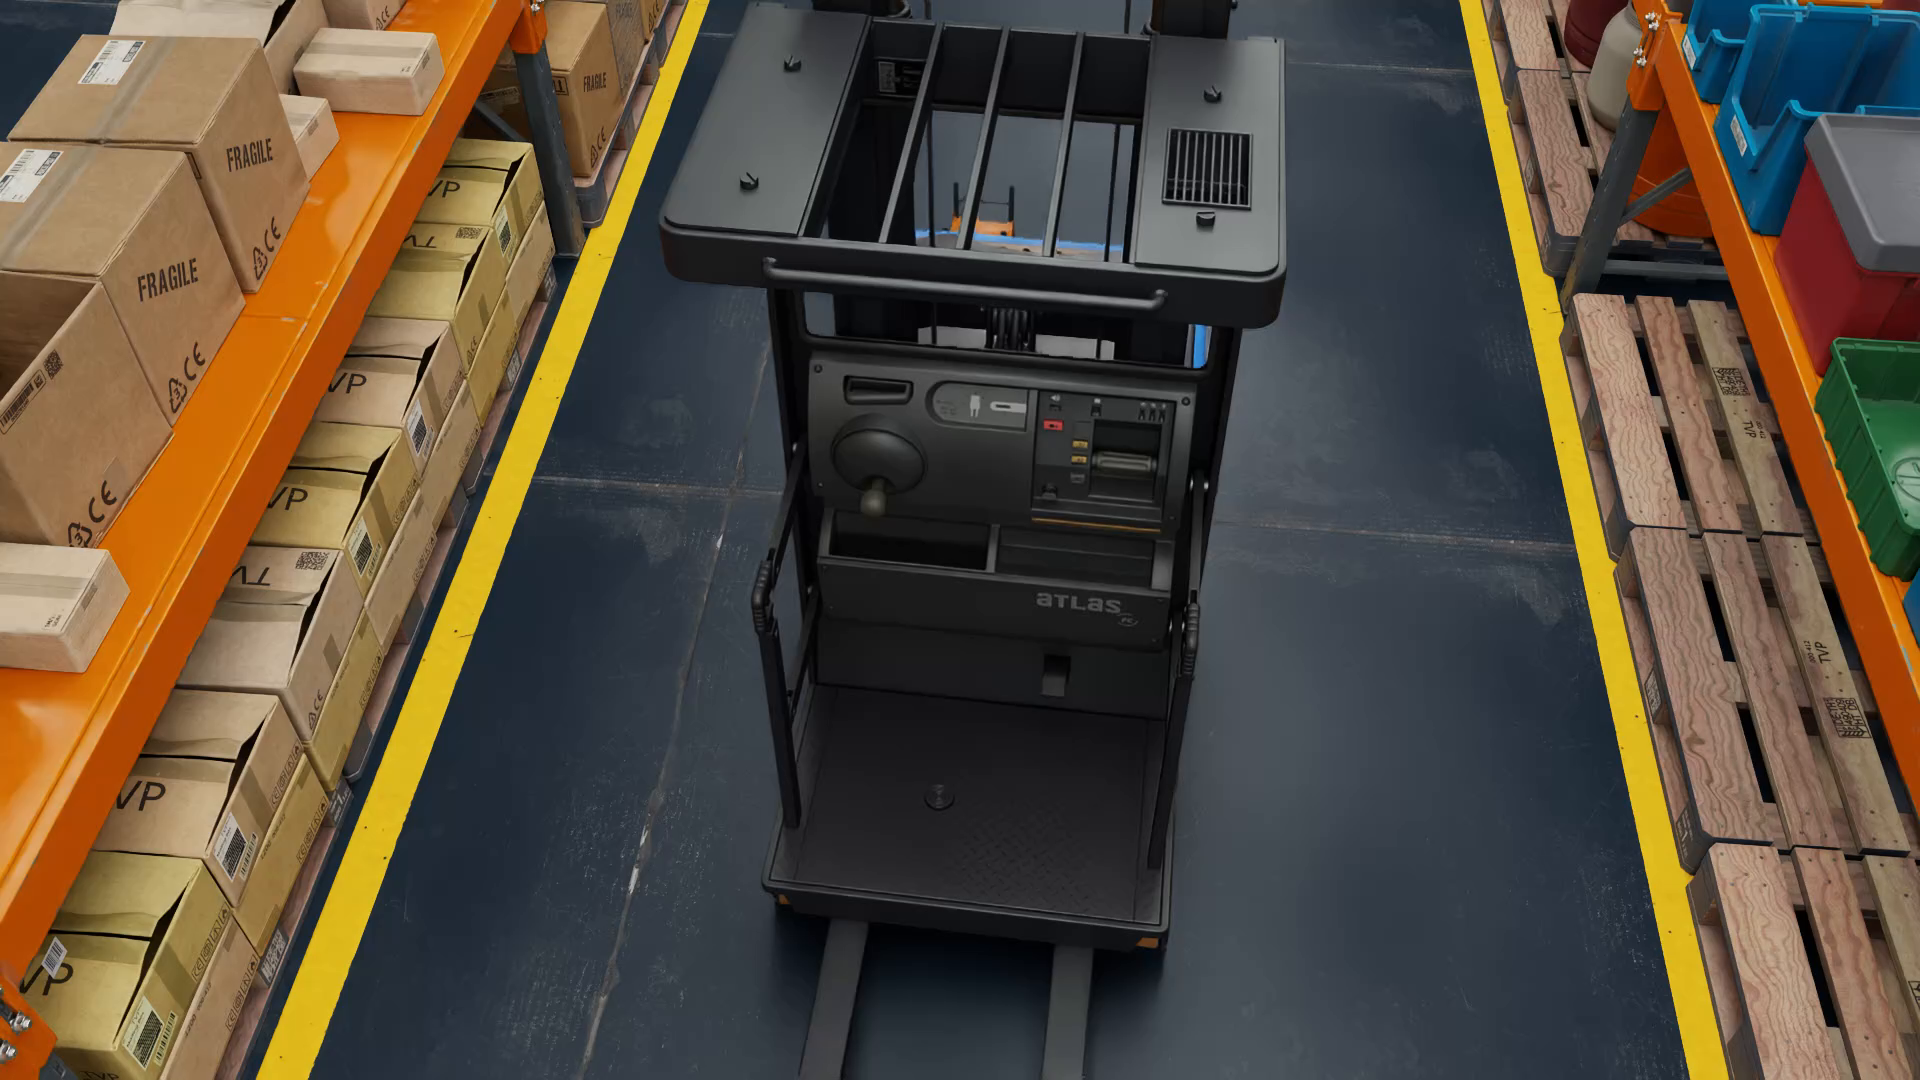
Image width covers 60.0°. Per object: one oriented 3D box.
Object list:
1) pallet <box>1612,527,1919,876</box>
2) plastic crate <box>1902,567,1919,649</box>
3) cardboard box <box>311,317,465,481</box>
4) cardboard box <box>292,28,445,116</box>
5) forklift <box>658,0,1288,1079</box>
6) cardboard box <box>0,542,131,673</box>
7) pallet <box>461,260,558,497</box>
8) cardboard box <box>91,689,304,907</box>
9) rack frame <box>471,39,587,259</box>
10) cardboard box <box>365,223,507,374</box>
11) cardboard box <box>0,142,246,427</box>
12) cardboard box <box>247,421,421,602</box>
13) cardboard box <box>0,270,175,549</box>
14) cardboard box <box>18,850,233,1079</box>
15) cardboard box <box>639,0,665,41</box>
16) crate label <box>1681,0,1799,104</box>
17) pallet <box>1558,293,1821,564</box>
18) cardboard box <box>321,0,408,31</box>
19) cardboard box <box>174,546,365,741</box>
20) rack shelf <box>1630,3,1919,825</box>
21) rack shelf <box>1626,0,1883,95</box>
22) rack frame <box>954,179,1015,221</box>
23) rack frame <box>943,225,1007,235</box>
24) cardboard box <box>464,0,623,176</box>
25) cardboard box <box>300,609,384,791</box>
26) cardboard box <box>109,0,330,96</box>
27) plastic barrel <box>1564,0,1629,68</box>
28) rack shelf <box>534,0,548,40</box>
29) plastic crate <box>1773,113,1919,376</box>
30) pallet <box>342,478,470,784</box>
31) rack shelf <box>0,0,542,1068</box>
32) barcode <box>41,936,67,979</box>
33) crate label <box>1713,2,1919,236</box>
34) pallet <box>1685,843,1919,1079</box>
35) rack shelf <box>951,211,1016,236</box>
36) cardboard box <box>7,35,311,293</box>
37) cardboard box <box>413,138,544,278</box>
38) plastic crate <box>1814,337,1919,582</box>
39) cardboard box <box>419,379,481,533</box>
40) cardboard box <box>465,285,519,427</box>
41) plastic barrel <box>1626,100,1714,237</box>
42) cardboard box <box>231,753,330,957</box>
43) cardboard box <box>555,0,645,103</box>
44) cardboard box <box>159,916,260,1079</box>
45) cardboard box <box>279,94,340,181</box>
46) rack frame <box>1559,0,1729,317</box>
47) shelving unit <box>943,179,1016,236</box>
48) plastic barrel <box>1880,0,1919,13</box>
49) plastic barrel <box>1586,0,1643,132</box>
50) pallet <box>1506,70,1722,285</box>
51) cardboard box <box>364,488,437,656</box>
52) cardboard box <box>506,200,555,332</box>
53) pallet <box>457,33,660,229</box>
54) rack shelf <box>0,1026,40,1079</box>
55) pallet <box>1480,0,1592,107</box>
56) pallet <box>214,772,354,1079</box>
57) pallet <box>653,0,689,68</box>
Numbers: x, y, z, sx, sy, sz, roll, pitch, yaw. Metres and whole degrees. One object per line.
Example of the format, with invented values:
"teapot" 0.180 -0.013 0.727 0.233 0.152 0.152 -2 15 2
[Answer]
"pallet" 2.660 0.498 5.152 1.003 0.211 1.213 4 48 4
"plastic crate" 2.309 0.209 3.537 0.392 0.384 0.575 4 48 4
"cardboard box" -1.942 -0.488 5.363 0.500 0.311 0.500 4 48 3
"cardboard box" -1.857 -1.476 5.237 0.380 0.149 0.250 4 48 4
"forklift" 0.067 -0.125 3.878 1.130 2.935 3.031 6 48 5
"cardboard box" -2.130 0.147 3.753 0.380 0.149 0.250 4 48 4
"pallet" -2.164 -0.696 6.244 1.003 0.211 1.213 4 48 4
"cardboard box" -2.078 0.642 4.329 0.500 0.311 0.500 3 48 3
"rack frame" -2.050 -2.240 5.766 1.000 3.000 0.127 4 48 4
"cardboard box" -1.893 -0.859 5.702 0.500 0.311 0.500 3 48 3
"cardboard box" -2.234 -0.653 4.246 0.500 0.500 0.500 4 48 4
"cardboard box" -1.990 -0.120 5.026 0.500 0.311 0.500 5 48 5
"cardboard box" -2.280 -0.285 3.910 0.500 0.500 0.500 7 48 6
"cardboard box" -2.129 1.009 3.993 0.500 0.311 0.500 4 48 4
"cardboard box" -1.631 -2.613 7.503 0.500 0.500 0.500 3 48 3
"crate label" 2.471 -1.563 5.260 0.303 0.233 0.416 4 48 4
"pallet" 2.773 -0.396 5.969 1.003 0.211 1.213 4 48 4
"cardboard box" -2.126 -1.945 5.557 0.500 0.311 0.500 7 48 6
"cardboard box" -2.032 0.262 4.677 0.500 0.311 0.500 2 48 2
"rack shelf" 2.700 -0.192 4.380 1.077 0.370 4.000 4 48 4
"rack shelf" 3.065 -3.131 7.068 1.077 0.370 4.000 4 48 4
"rack frame" 0.079 -0.804 5.774 0.200 1.050 0.008 6 48 5
"rack frame" 0.048 -0.626 5.611 0.200 1.050 0.008 6 48 5
"cardboard box" -1.724 -1.860 6.814 0.500 0.500 0.500 6 48 5
"cardboard box" -2.038 0.450 4.885 0.500 0.250 0.500 3 48 2
"cardboard box" -2.324 -1.566 5.210 0.500 0.311 0.500 3 48 3
"plastic barrel" 3.013 -2.422 7.282 0.600 0.588 0.708 4 48 4
"rack shelf" -1.867 -3.467 7.376 1.077 0.370 4.000 4 48 4
"plastic crate" 2.431 -0.759 4.368 0.402 0.464 0.583 4 48 4
"pallet" -2.277 0.198 5.426 1.003 0.211 1.213 4 48 4
"rack shelf" -2.232 -0.527 4.687 1.077 0.370 4.000 4 48 4
"barcode" -1.976 0.911 3.629 0.001 0.075 0.075 4 48 4
"crate label" 2.523 -1.204 4.795 0.502 0.435 0.616 4 48 4
"pallet" 2.551 1.397 4.329 1.003 0.211 1.213 4 48 4
"rack shelf" 0.063 -0.899 5.491 0.215 0.259 0.240 6 48 5
"cardboard box" -2.186 -1.040 4.600 0.500 0.500 0.500 2 48 1
"cardboard box" -1.852 -1.241 6.051 0.500 0.311 0.500 5 48 5
"plastic crate" 2.396 -0.192 4.036 0.450 0.188 0.662 4 48 4
"cardboard box" -1.947 -0.302 5.572 0.500 0.250 0.500 5 48 4
"cardboard box" -1.898 -0.672 5.910 0.500 0.250 0.500 3 48 3
"plastic barrel" 2.910 -1.674 6.434 0.600 0.830 0.708 4 48 4
"cardboard box" -2.083 0.830 4.536 0.500 0.250 0.500 5 48 5
"cardboard box" -1.682 -2.245 7.166 0.500 0.500 0.500 2 48 2
"cardboard box" -2.131 1.206 4.193 0.500 0.250 0.500 3 48 3
"cardboard box" -2.110 -1.214 4.998 0.380 0.149 0.250 7 48 6
"rack frame" 2.883 -1.904 5.459 1.000 3.000 0.127 4 48 4
"shelving unit" 0.063 -0.715 5.692 0.215 1.050 0.252 6 48 5
"plastic barrel" 3.142 -1.589 5.078 0.600 0.536 0.708 4 48 4
"plastic barrel" 2.873 -1.988 6.937 0.421 0.512 0.421 0 48 0
"pallet" 2.913 -1.545 7.020 1.003 0.211 1.213 4 48 4
"cardboard box" -1.991 0.076 5.227 0.500 0.250 0.500 5 48 4
"cardboard box" -1.855 -1.051 6.257 0.500 0.250 0.500 5 48 4
"pallet" -1.944 -1.845 7.294 1.003 0.211 1.213 4 48 4
"rack shelf" -2.597 2.412 1.999 1.077 0.370 4.000 4 48 4
"pallet" 3.027 -2.439 7.838 1.003 0.211 1.213 4 48 4
"pallet" -2.386 1.096 4.604 1.003 0.211 1.213 4 48 4
"pallet" -1.830 -2.739 8.112 1.003 0.211 1.213 4 48 4
